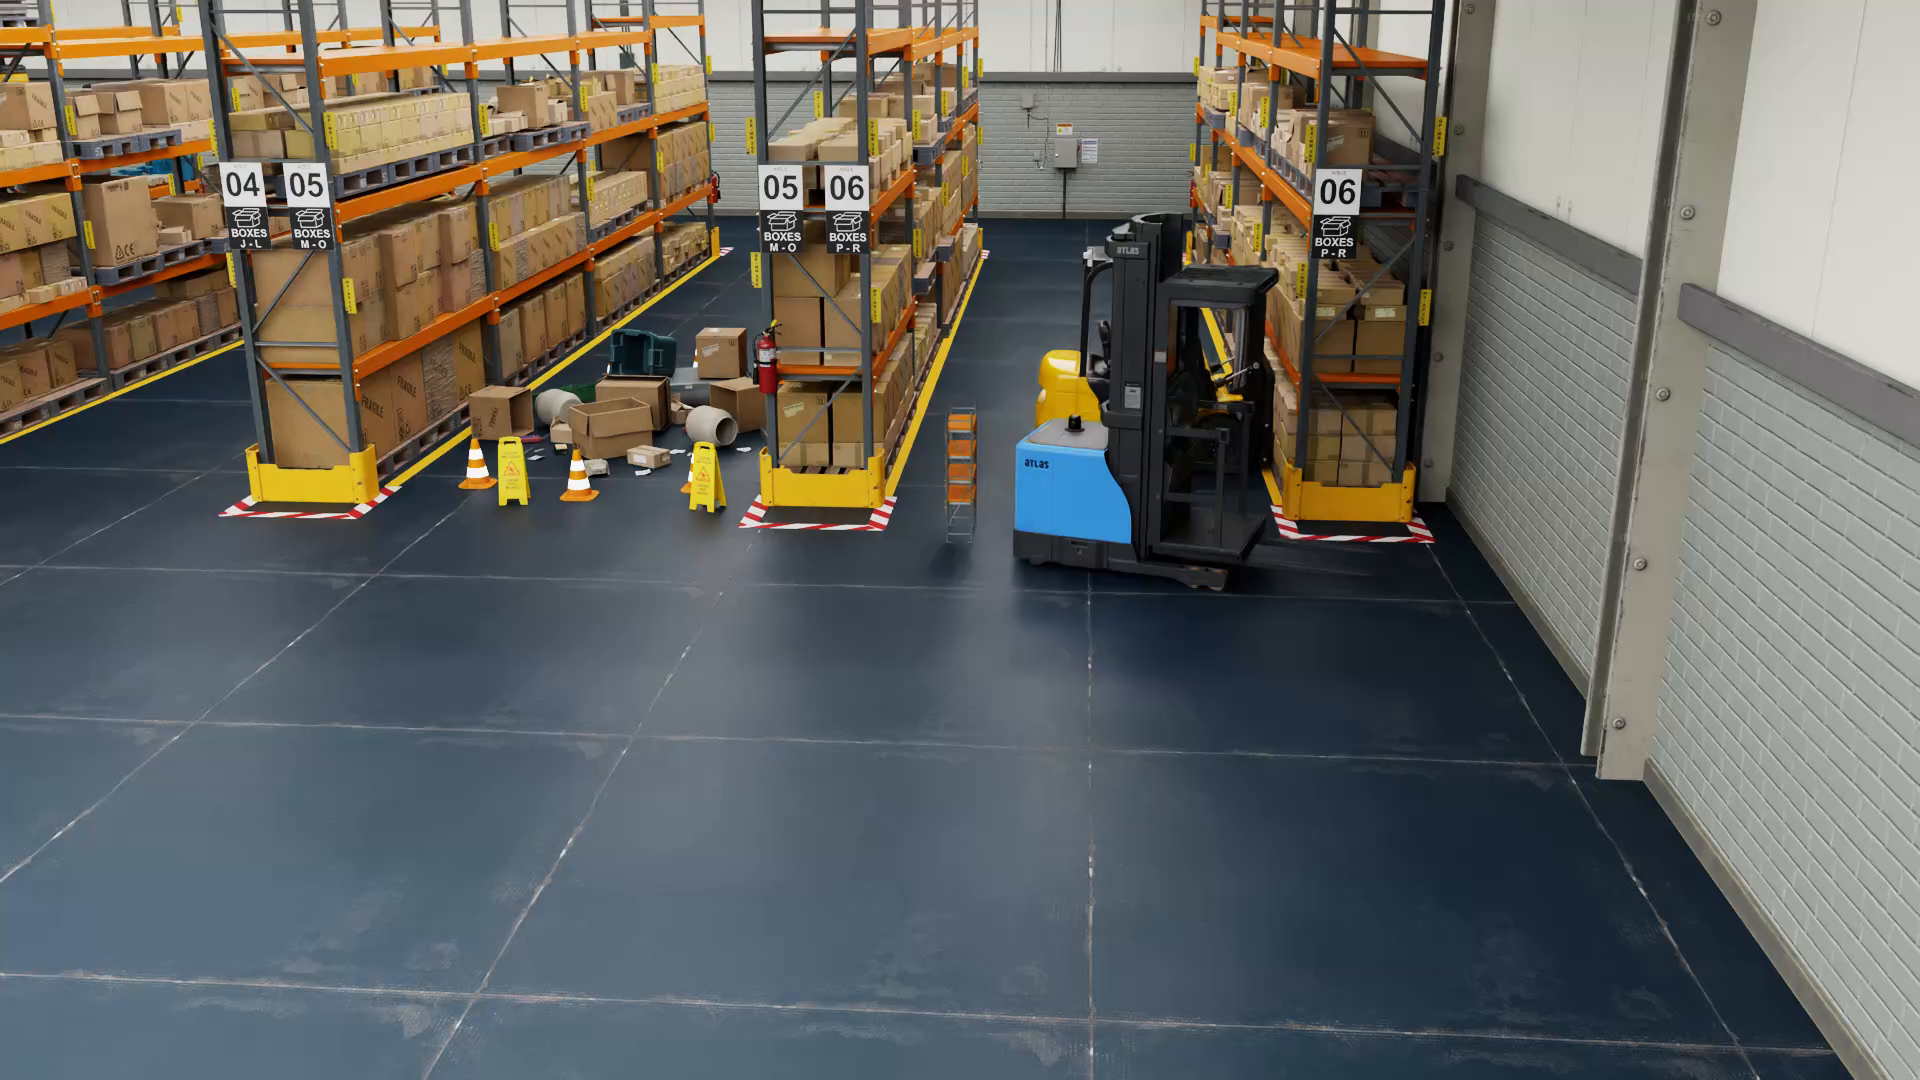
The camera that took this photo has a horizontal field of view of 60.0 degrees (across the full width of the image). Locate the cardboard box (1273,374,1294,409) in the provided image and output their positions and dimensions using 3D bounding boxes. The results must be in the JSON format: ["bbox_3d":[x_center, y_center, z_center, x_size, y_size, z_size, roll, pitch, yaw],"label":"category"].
[{"bbox_3d":[3.408,-1.494,16.802,0.500,0.250,0.500,2,18,5],"label":"cardboard box"}]

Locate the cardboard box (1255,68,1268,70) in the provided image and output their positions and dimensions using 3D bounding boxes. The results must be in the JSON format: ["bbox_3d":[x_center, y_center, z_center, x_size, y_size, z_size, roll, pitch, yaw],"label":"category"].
[{"bbox_3d":[4.536,-7.182,25.633,0.396,0.266,0.258,1,18,3],"label":"cardboard box"}]

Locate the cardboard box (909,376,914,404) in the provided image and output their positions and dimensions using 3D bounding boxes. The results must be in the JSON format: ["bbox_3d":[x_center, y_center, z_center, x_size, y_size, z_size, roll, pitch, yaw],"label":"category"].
[{"bbox_3d":[-0.810,-1.716,19.084,0.500,0.250,0.500,2,18,6],"label":"cardboard box"}]

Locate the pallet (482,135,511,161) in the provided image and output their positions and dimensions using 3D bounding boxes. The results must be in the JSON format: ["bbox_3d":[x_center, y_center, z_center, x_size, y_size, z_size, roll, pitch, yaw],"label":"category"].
[{"bbox_3d":[-5.963,-4.712,19.976,0.805,0.209,1.217,1,18,2],"label":"pallet"}]

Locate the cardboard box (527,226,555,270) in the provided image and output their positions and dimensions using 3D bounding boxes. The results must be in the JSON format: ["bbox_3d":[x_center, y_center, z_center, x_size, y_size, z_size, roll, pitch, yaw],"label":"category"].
[{"bbox_3d":[-5.563,-3.766,21.439,0.500,0.500,0.500,2,18,5],"label":"cardboard box"}]

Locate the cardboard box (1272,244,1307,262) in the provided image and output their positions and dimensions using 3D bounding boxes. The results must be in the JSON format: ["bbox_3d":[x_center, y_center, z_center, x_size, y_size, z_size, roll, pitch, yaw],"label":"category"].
[{"bbox_3d":[3.538,-3.067,17.787,0.380,0.149,0.250,2,18,5],"label":"cardboard box"}]

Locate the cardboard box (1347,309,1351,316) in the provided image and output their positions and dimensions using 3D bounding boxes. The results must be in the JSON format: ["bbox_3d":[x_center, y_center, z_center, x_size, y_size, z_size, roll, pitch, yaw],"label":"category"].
[{"bbox_3d":[3.957,-2.018,16.104,0.500,0.500,0.500,2,18,6],"label":"cardboard box"}]

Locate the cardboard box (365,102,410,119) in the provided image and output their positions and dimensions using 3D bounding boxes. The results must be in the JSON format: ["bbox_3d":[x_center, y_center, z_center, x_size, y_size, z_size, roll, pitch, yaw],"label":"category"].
[{"bbox_3d":[-5.815,-4.352,16.859,0.380,0.149,0.250,2,18,5],"label":"cardboard box"}]

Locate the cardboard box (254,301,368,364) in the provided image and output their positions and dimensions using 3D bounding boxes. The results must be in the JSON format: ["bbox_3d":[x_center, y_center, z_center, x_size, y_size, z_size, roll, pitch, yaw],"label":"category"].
[{"bbox_3d":[-6.285,-2.037,16.081,0.875,0.550,0.550,1,18,4],"label":"cardboard box"}]

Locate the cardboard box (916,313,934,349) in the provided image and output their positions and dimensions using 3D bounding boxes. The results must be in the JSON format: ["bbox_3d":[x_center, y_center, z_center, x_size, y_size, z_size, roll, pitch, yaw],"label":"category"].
[{"bbox_3d":[-0.844,-2.801,22.200,0.950,0.372,0.625,1,18,3],"label":"cardboard box"}]

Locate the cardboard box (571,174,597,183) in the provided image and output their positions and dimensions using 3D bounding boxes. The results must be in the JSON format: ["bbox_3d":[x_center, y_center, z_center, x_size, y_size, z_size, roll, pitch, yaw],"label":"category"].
[{"bbox_3d":[-5.928,-5.661,26.155,0.380,0.149,0.250,1,18,4],"label":"cardboard box"}]

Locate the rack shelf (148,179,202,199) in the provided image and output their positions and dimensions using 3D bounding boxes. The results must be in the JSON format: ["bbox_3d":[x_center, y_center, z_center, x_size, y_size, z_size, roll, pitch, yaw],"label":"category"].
[{"bbox_3d":[-15.143,-6.108,29.903,1.077,0.370,4.000,1,18,4],"label":"rack shelf"}]

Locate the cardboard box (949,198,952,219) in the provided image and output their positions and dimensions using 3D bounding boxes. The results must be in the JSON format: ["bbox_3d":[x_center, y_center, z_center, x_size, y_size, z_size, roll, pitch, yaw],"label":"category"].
[{"bbox_3d":[-0.380,-4.888,24.461,0.500,0.250,0.500,1,18,4],"label":"cardboard box"}]

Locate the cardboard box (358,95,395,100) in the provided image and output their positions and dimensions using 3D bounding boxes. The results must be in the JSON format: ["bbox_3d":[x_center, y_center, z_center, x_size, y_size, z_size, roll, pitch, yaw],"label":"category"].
[{"bbox_3d":[-6.381,-4.760,18.104,0.380,0.149,0.250,1,18,3],"label":"cardboard box"}]

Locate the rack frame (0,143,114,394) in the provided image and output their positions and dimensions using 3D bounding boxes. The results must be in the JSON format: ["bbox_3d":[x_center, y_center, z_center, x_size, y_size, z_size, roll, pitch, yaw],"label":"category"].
[{"bbox_3d":[-10.920,-3.234,19.975,1.000,3.000,0.127,1,18,4],"label":"rack frame"}]

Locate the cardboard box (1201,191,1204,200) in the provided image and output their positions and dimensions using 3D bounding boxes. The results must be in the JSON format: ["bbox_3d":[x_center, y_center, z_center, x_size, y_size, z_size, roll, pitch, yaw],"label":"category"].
[{"bbox_3d":[4.338,-5.933,28.617,0.380,0.149,0.250,2,18,5],"label":"cardboard box"}]

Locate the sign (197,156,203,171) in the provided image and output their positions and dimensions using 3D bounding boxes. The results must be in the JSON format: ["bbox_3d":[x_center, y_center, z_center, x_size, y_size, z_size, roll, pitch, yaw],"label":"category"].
[{"bbox_3d":[-14.450,-7.142,31.639,0.100,0.325,0.005,1,18,4],"label":"sign"}]

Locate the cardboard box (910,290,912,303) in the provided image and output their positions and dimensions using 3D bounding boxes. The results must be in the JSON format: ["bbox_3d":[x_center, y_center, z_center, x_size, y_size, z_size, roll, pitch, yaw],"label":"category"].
[{"bbox_3d":[-0.754,-2.787,19.013,0.380,0.149,0.250,1,18,3],"label":"cardboard box"}]

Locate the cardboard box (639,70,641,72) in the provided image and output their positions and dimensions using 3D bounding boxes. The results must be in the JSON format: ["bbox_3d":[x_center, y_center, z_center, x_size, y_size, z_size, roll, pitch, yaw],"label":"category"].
[{"bbox_3d":[-5.590,-7.863,28.083,0.380,0.149,0.250,1,18,4],"label":"cardboard box"}]

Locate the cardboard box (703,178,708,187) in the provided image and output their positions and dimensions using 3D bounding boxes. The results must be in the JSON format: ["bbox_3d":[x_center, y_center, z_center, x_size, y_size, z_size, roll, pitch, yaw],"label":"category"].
[{"bbox_3d":[-4.861,-6.592,30.626,0.380,0.149,0.250,1,18,4],"label":"cardboard box"}]

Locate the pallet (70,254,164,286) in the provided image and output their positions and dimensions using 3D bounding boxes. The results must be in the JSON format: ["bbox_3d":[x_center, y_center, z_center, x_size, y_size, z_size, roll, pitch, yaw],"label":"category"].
[{"bbox_3d":[-10.720,-3.377,20.719,1.003,0.211,1.213,1,18,4],"label":"pallet"}]

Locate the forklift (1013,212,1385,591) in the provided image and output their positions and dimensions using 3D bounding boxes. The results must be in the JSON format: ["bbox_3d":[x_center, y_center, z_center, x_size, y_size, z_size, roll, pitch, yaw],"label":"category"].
[{"bbox_3d":[2.027,-1.165,13.770,3.031,2.935,1.130,7,19,20],"label":"forklift"}]

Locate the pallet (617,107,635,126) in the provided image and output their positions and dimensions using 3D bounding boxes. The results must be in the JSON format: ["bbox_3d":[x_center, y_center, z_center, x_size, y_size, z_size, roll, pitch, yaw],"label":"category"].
[{"bbox_3d":[-5.628,-6.401,25.125,1.213,0.211,1.003,1,18,4],"label":"pallet"}]

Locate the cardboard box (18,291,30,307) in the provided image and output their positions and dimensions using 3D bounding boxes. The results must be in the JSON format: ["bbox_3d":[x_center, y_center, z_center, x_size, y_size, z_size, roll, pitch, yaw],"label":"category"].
[{"bbox_3d":[-10.804,-2.732,18.848,0.380,0.149,0.250,1,18,4],"label":"cardboard box"}]

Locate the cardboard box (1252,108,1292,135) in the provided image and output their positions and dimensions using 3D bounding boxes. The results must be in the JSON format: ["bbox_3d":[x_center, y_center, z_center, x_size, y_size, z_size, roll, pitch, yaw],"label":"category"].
[{"bbox_3d":[3.780,-5.002,19.861,0.500,0.311,0.500,1,18,2],"label":"cardboard box"}]

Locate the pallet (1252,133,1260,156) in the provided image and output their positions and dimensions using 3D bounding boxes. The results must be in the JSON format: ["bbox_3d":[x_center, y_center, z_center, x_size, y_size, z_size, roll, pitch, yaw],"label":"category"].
[{"bbox_3d":[4.166,-4.921,20.609,1.003,0.211,1.213,2,18,6],"label":"pallet"}]

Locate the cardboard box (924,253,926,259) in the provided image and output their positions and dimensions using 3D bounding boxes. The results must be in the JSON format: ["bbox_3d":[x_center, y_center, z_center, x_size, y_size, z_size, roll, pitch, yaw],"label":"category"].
[{"bbox_3d":[-0.630,-3.580,20.761,0.380,0.149,0.250,1,18,4],"label":"cardboard box"}]

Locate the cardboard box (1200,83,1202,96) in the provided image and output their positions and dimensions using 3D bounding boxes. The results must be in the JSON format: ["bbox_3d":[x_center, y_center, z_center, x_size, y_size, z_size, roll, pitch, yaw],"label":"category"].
[{"bbox_3d":[4.456,-7.835,28.964,0.500,0.250,0.500,2,18,5],"label":"cardboard box"}]

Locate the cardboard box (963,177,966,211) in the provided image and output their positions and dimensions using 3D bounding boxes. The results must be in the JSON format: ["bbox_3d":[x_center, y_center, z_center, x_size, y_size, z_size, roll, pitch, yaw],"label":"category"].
[{"bbox_3d":[-0.167,-5.685,27.294,0.500,0.500,0.500,2,18,6],"label":"cardboard box"}]

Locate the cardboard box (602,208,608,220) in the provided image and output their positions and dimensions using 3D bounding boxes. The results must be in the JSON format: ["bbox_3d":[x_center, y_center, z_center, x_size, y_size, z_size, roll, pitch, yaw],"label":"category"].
[{"bbox_3d":[-5.404,-4.800,24.482,0.380,0.149,0.250,2,18,6],"label":"cardboard box"}]

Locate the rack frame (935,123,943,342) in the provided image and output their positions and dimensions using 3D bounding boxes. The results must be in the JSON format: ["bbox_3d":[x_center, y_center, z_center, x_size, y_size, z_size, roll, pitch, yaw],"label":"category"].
[{"bbox_3d":[-0.749,-4.255,23.091,1.000,3.000,0.127,1,18,4],"label":"rack frame"}]

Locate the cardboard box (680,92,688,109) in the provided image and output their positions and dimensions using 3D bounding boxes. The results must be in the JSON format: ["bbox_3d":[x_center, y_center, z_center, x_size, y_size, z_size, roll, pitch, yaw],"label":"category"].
[{"bbox_3d":[-4.985,-7.548,28.564,0.500,0.250,0.500,2,18,6],"label":"cardboard box"}]

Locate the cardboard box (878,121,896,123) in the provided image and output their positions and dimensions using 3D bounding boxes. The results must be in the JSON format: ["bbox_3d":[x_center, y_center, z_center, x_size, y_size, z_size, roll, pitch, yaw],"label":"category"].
[{"bbox_3d":[-0.890,-4.433,17.940,0.380,0.149,0.250,2,18,5],"label":"cardboard box"}]

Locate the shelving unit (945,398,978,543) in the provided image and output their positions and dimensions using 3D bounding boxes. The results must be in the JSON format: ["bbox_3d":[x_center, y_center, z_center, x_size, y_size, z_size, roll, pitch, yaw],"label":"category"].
[{"bbox_3d":[0.012,-0.622,14.893,0.258,1.200,0.503,1,18,4],"label":"shelving unit"}]

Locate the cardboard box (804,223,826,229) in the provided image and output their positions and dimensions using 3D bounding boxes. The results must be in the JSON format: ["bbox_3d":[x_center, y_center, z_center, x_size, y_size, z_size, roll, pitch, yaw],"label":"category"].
[{"bbox_3d":[-1.526,-2.915,16.759,0.700,0.500,0.500,1,18,3],"label":"cardboard box"}]

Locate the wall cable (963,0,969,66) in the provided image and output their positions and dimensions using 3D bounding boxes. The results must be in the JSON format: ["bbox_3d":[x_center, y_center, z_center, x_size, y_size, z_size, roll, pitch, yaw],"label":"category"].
[{"bbox_3d":[-0.048,-11.363,35.150,0.463,3.000,0.029,1,18,4],"label":"wall cable"}]

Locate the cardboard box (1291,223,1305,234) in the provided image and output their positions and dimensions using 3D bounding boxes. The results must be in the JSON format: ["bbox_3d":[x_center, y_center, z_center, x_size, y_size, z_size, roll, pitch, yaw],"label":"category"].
[{"bbox_3d":[4.311,-3.836,20.609,0.380,0.149,0.250,1,18,4],"label":"cardboard box"}]

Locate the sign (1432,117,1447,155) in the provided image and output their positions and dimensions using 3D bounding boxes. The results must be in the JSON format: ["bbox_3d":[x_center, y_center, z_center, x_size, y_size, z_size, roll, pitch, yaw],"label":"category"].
[{"bbox_3d":[4.182,-3.525,14.515,0.100,0.325,0.005,1,18,4],"label":"sign"}]

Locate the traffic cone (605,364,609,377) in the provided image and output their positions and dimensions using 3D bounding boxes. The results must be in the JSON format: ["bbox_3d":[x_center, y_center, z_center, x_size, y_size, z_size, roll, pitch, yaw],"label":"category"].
[{"bbox_3d":[-4.378,-2.269,21.104,0.336,0.463,0.334,1,18,4],"label":"traffic cone"}]

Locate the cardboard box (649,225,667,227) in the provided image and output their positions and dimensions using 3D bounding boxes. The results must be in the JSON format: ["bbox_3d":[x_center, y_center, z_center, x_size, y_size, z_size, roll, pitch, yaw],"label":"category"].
[{"bbox_3d":[-5.542,-5.627,30.228,0.380,0.149,0.250,1,18,4],"label":"cardboard box"}]

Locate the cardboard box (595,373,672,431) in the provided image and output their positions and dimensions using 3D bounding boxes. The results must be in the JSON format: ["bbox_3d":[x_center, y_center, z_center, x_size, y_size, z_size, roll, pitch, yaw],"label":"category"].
[{"bbox_3d":[-3.663,-1.541,18.600,0.797,0.637,0.503,1,18,4],"label":"cardboard box"}]

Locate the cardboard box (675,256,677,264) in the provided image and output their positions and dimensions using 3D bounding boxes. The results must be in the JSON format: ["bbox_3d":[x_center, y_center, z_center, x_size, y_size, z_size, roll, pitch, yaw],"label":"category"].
[{"bbox_3d":[-5.122,-4.852,28.818,0.380,0.149,0.250,1,18,2],"label":"cardboard box"}]

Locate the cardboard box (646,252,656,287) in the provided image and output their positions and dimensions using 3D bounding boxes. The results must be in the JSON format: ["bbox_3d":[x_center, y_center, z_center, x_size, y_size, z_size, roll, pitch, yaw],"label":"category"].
[{"bbox_3d":[-5.208,-4.353,26.729,0.500,0.500,0.500,1,18,3],"label":"cardboard box"}]

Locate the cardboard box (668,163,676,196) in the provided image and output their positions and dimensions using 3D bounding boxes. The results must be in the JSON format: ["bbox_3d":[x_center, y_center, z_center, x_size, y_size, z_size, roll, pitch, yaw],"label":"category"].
[{"bbox_3d":[-5.091,-6.067,27.984,0.500,0.500,0.500,1,18,4],"label":"cardboard box"}]

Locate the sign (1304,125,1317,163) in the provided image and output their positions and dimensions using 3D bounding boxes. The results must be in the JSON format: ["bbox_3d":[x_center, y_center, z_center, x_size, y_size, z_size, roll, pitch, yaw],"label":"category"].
[{"bbox_3d":[3.089,-3.486,14.631,0.100,0.325,0.005,1,18,4],"label":"sign"}]

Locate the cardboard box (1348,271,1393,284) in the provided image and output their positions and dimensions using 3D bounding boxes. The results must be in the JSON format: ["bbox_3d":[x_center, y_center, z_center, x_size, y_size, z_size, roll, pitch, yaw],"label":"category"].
[{"bbox_3d":[3.956,-2.497,16.045,0.380,0.149,0.250,1,18,4],"label":"cardboard box"}]

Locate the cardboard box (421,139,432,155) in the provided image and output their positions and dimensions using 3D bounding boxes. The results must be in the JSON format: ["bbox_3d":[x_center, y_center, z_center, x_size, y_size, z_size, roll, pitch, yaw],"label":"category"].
[{"bbox_3d":[-5.777,-4.129,17.458,0.380,0.149,0.250,1,18,3],"label":"cardboard box"}]

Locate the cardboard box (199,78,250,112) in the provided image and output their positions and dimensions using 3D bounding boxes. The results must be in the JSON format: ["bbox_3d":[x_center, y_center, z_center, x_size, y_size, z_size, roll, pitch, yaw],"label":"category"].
[{"bbox_3d":[-10.661,-6.341,23.801,0.797,0.503,0.637,2,18,7],"label":"cardboard box"}]

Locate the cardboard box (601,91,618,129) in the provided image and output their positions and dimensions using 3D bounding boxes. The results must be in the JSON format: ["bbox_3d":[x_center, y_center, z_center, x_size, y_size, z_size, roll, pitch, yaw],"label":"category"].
[{"bbox_3d":[-5.327,-6.289,24.322,0.500,0.500,0.500,1,18,4],"label":"cardboard box"}]

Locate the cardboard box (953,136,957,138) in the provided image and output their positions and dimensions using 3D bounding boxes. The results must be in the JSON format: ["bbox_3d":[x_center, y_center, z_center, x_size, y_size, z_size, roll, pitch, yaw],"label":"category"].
[{"bbox_3d":[-0.178,-6.500,27.136,0.380,0.149,0.250,2,18,5],"label":"cardboard box"}]

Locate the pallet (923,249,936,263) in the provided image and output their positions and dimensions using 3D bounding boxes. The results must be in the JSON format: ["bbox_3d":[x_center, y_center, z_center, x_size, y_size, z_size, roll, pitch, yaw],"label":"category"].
[{"bbox_3d":[-0.850,-3.548,21.242,1.003,0.211,1.213,1,18,4],"label":"pallet"}]

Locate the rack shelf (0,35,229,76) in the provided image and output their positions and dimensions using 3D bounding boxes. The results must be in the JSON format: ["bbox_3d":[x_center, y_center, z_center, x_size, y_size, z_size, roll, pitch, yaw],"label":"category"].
[{"bbox_3d":[-10.777,-6.174,21.111,1.077,0.370,4.000,1,18,4],"label":"rack shelf"}]

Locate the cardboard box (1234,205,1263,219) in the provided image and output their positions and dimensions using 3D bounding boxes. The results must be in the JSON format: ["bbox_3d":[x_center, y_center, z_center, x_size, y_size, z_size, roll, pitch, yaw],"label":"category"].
[{"bbox_3d":[3.886,-4.409,22.358,0.380,0.149,0.250,2,18,6],"label":"cardboard box"}]

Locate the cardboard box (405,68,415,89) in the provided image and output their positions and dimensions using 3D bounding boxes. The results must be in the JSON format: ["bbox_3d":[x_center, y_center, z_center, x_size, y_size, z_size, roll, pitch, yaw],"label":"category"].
[{"bbox_3d":[-10.204,-8.346,29.764,0.700,0.500,0.500,1,18,2],"label":"cardboard box"}]

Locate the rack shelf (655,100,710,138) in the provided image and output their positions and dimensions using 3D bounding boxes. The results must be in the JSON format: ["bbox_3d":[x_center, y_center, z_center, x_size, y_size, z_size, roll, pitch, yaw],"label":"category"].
[{"bbox_3d":[-5.263,-7.281,28.664,1.077,0.370,4.000,1,18,4],"label":"rack shelf"}]

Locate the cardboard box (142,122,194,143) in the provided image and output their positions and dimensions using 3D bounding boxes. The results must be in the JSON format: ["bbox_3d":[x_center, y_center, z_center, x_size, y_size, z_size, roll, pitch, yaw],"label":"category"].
[{"bbox_3d":[-10.483,-5.367,21.908,0.500,0.250,0.500,2,18,5],"label":"cardboard box"}]

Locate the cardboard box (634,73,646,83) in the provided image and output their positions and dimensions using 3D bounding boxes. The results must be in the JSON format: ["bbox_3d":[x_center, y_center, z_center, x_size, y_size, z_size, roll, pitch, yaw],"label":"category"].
[{"bbox_3d":[-5.144,-7.442,26.799,0.380,0.149,0.250,1,18,3],"label":"cardboard box"}]

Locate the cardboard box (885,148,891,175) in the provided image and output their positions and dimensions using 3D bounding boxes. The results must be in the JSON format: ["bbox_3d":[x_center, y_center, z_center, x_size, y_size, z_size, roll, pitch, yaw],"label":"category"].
[{"bbox_3d":[-0.962,-3.733,16.445,0.500,0.250,0.500,2,18,6],"label":"cardboard box"}]

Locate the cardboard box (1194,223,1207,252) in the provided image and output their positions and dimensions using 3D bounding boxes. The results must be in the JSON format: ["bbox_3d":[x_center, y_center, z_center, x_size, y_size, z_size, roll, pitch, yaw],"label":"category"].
[{"bbox_3d":[4.638,-5.455,30.089,0.797,0.503,0.637,1,18,2],"label":"cardboard box"}]
